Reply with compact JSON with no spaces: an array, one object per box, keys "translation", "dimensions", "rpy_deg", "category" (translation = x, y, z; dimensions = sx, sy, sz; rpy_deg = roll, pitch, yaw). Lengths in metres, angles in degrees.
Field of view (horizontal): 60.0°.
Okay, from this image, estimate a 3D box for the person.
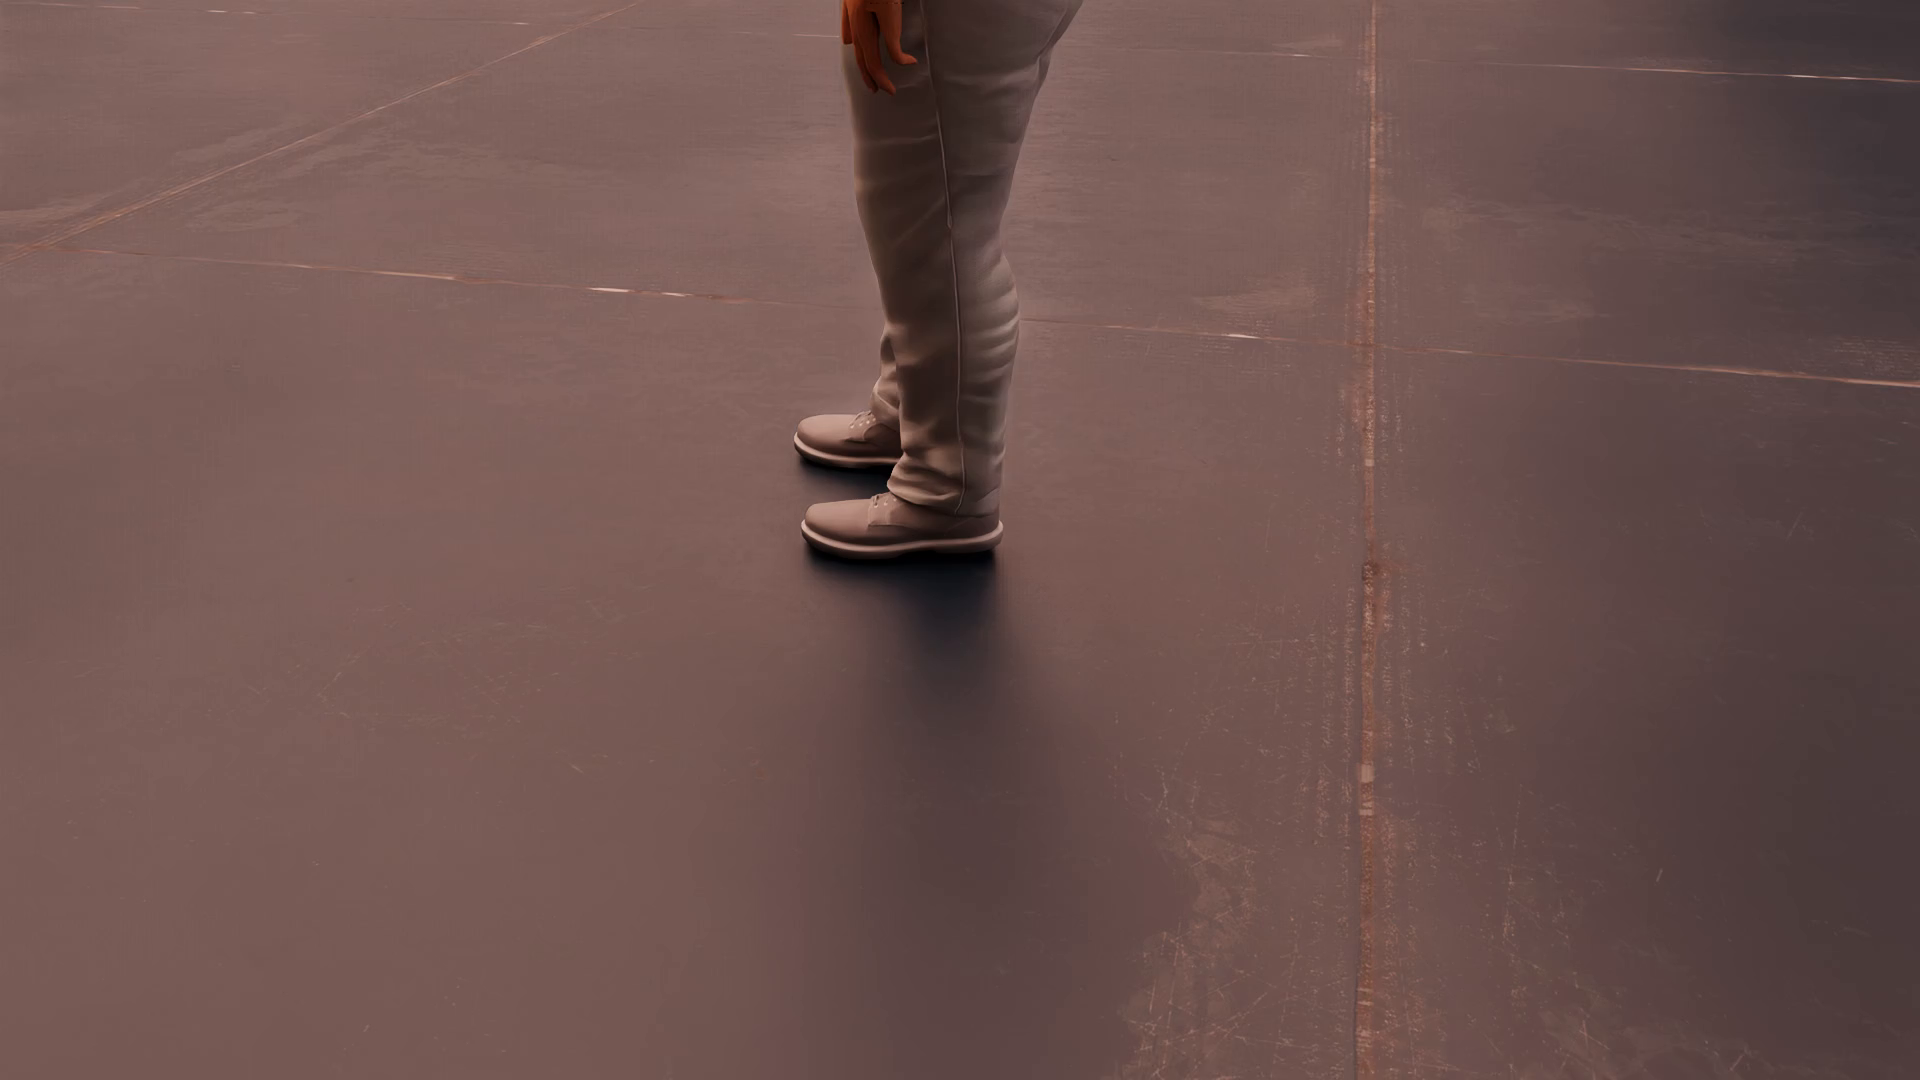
[{"translation":[-0.070,-0.768,2.156],"dimensions":[0.529,1.670,0.599],"rpy_deg":[6,27,11],"category":"person"}]
